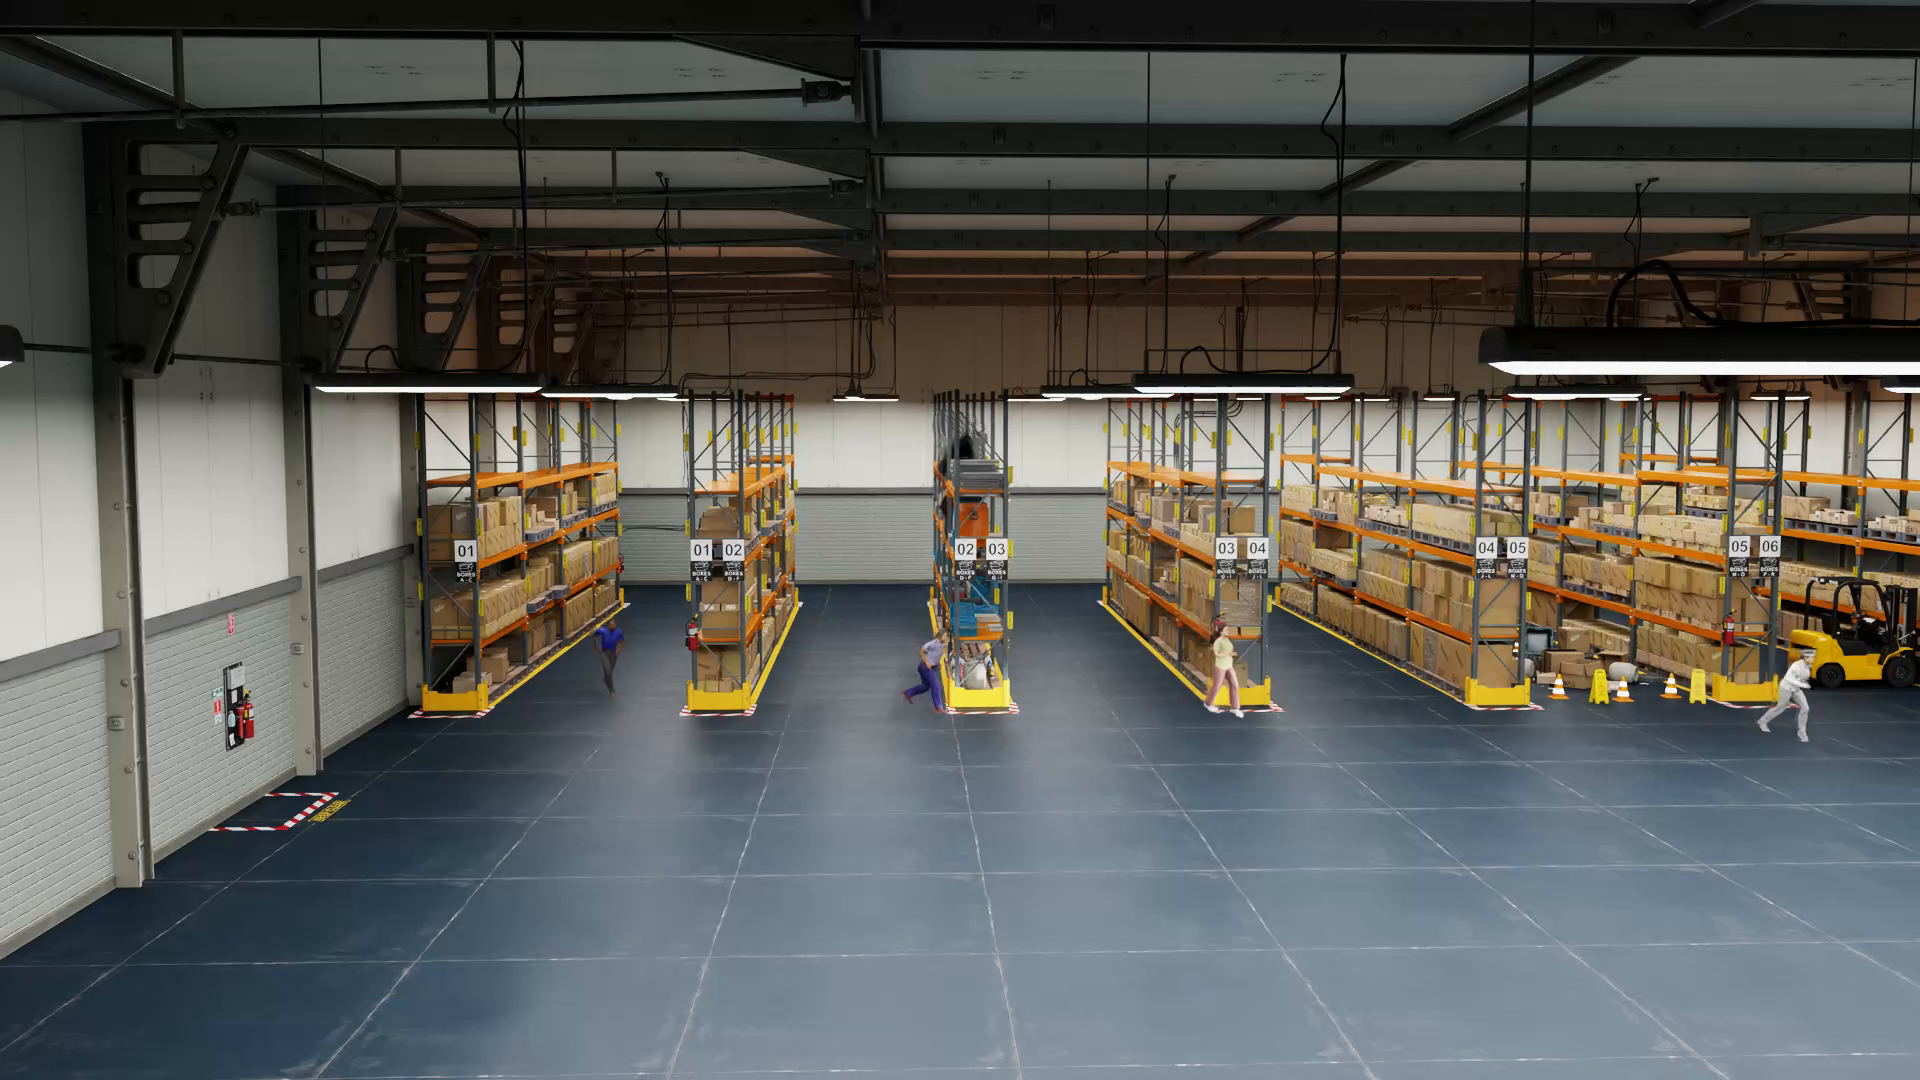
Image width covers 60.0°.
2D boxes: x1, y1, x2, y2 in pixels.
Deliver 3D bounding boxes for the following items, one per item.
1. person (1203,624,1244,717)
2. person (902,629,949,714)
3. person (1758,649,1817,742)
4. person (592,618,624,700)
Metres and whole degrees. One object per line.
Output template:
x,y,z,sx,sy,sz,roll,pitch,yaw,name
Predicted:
4.830,2.379,30.544,0.561,1.698,0.823,-4,6,-43,person
-0.662,2.444,30.912,0.953,1.612,0.630,2,5,26,person
14.201,2.632,28.547,0.658,1.626,0.966,-3,6,-35,person
-6.917,2.297,32.678,0.611,1.616,0.964,-2,5,-20,person
